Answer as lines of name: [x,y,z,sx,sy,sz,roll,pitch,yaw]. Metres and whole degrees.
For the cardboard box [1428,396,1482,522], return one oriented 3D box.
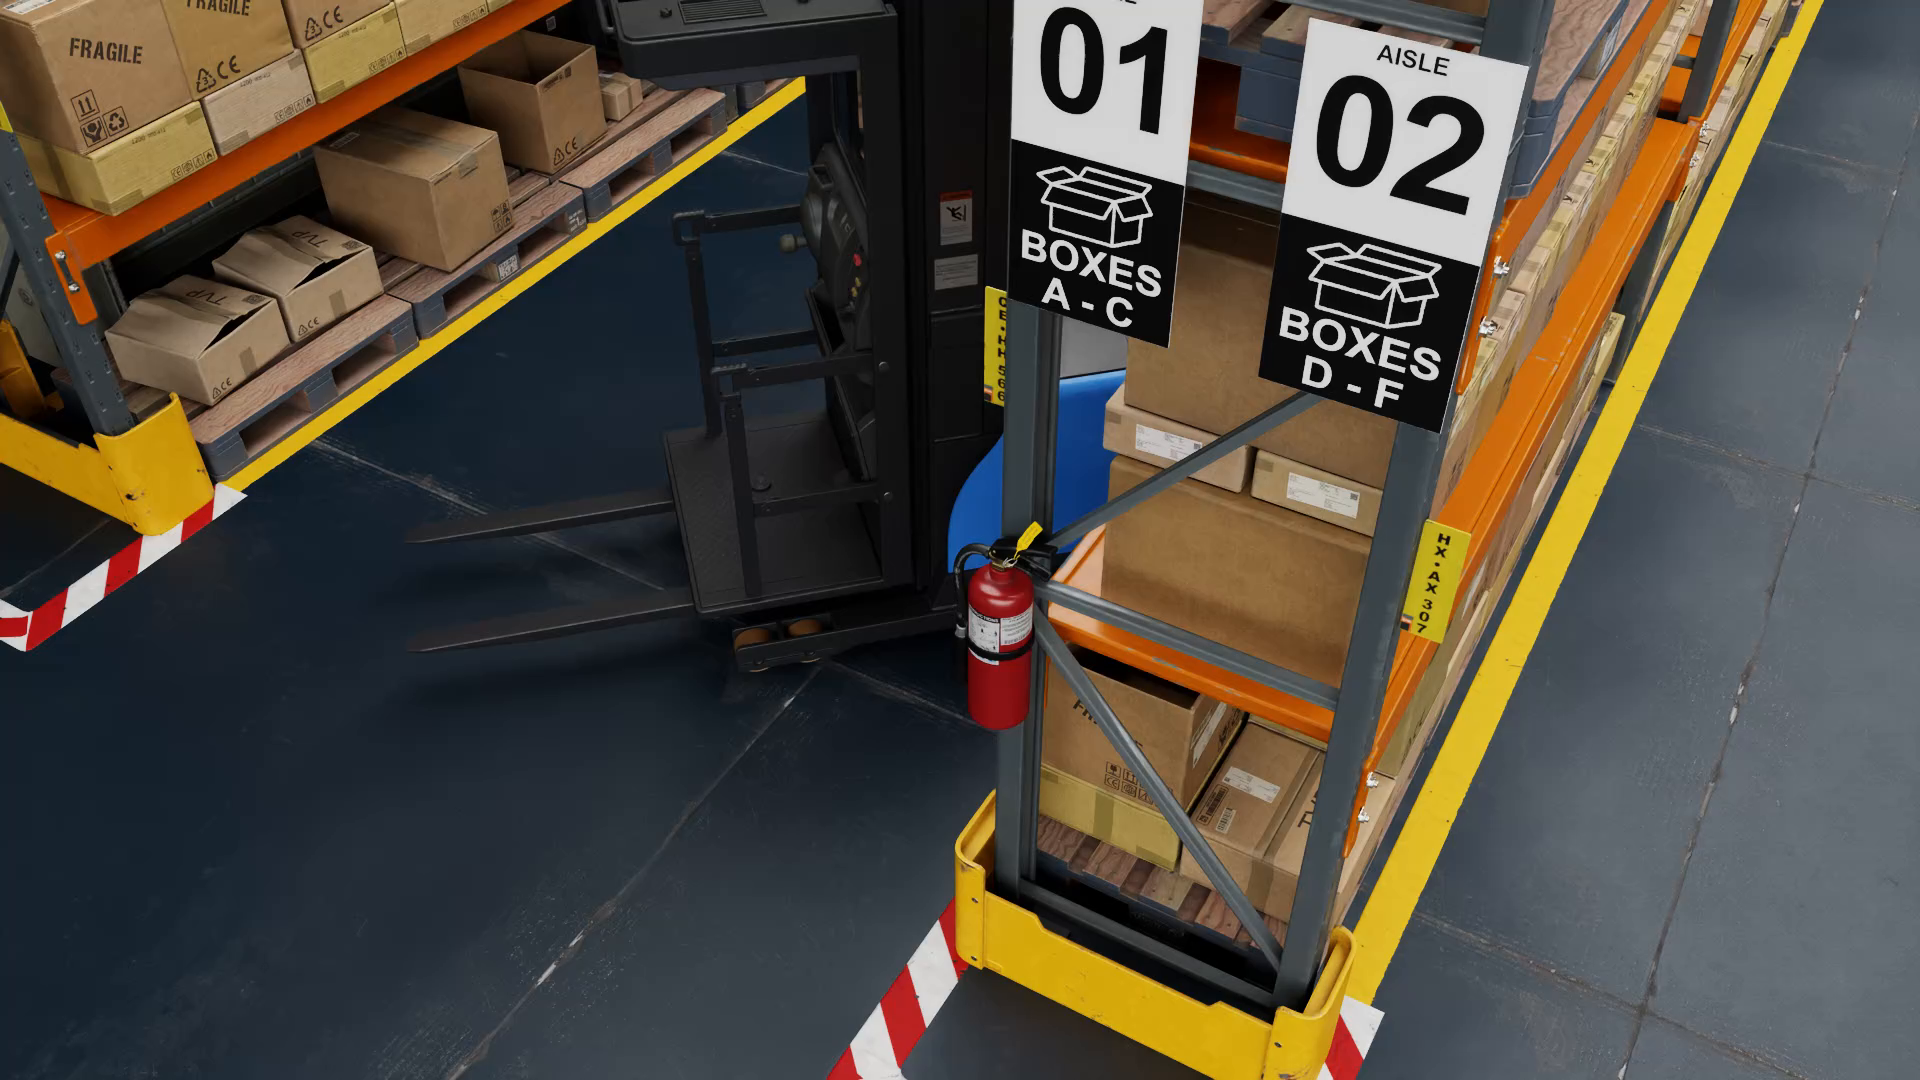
cardboard box: [1.069,-0.340,4.791,0.700,0.500,0.500,22,46,23]

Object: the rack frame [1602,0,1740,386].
rack frame: [2.567,-2.027,6.782,1.000,3.000,0.127,21,45,22]

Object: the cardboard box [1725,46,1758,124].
cardboard box: [3.758,-2.397,8.541,0.500,0.311,0.500,22,46,23]

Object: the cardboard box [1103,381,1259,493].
cardboard box: [0.592,-0.300,4.255,0.380,0.149,0.250,20,45,21]

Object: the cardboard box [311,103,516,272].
cardboard box: [-2.605,-1.697,7.965,0.700,0.500,0.500,18,45,19]

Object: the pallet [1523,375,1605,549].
pallet: [2.133,-0.539,7.202,1.003,0.211,1.213,21,45,22]

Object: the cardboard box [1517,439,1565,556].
cardboard box: [2.028,-0.241,6.517,0.500,0.250,0.500,21,45,22]

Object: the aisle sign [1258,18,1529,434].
aisle sign: [0.798,-0.575,3.166,0.394,0.787,0.004,21,45,22]

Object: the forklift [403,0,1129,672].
forklift: [-0.608,-0.997,5.664,3.031,2.935,1.130,-10,42,-11]

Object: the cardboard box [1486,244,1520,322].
cardboard box: [1.095,-0.858,4.398,0.700,0.500,0.500,20,45,21]

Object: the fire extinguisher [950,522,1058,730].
fire extinguisher: [0.104,0.205,4.306,0.296,0.674,0.183,21,45,22]

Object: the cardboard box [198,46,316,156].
cardboard box: [-2.959,-1.801,6.624,0.500,0.250,0.500,20,45,21]

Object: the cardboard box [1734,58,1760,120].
cardboard box: [4.008,-2.477,9.055,0.500,0.250,0.500,22,46,23]

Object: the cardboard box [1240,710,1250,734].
cardboard box: [0.818,0.442,5.741,0.500,0.250,0.500,21,45,22]

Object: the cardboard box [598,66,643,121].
cardboard box: [-1.965,-2.449,9.072,0.380,0.166,0.250,15,44,17]

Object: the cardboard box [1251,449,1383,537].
cardboard box: [0.948,-0.172,4.109,0.380,0.149,0.250,21,45,22]

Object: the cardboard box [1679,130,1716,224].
cardboard box: [3.245,-1.802,7.865,0.500,0.311,0.500,20,45,22]

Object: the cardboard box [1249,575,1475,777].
cardboard box: [1.275,0.335,5.295,0.500,0.500,0.500,21,45,22]

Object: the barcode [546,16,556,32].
barcode: [-2.202,-2.780,8.954,0.001,0.075,0.075,21,45,22]

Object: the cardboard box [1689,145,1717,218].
cardboard box: [3.497,-1.891,8.390,0.500,0.250,0.500,20,45,21]

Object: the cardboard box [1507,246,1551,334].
cardboard box: [1.464,-0.763,4.781,0.380,0.149,0.250,19,45,21]

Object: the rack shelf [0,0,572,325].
rack shelf: [-2.724,-2.248,7.578,1.077,0.370,4.000,21,45,22]

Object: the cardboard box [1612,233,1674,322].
cardboard box: [2.983,-1.301,7.721,0.500,0.250,0.500,20,45,21]

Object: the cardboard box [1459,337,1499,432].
cardboard box: [1.204,-0.466,4.443,0.380,0.149,0.250,21,46,22]

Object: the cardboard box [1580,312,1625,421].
cardboard box: [2.524,-0.815,7.168,0.500,0.250,0.500,21,45,22]

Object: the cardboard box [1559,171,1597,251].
cardboard box: [1.718,-1.051,5.108,0.380,0.149,0.250,21,46,22]

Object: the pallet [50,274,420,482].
pallet: [-3.250,-0.824,7.526,1.003,0.211,1.213,21,45,22]

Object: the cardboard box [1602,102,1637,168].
cardboard box: [1.980,-1.355,5.453,0.380,0.149,0.250,22,46,23]

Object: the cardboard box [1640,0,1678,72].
cardboard box: [2.099,-2.006,5.700,0.700,0.500,0.500,21,45,22]

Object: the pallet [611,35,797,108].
pallet: [-1.335,-3.062,10.068,1.003,0.211,1.213,21,45,22]

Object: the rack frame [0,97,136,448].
rack frame: [-3.725,-1.374,6.041,1.000,3.000,0.127,21,45,22]

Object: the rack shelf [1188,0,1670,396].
rack shelf: [1.566,-1.738,4.729,1.077,0.370,4.000,21,45,22]

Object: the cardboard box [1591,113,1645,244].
cardboard box: [2.092,-1.504,6.113,0.700,0.500,0.500,20,45,22]

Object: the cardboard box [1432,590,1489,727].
cardboard box: [1.524,0.330,5.868,0.500,0.250,0.500,21,45,22]

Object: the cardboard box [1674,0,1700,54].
cardboard box: [2.491,-1.940,6.117,0.380,0.149,0.250,20,45,21]

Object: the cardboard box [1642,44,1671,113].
cardboard box: [2.232,-1.639,5.775,0.380,0.149,0.250,21,45,22]

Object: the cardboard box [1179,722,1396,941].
cardboard box: [1.026,0.903,5.218,0.500,0.250,0.500,21,45,22]

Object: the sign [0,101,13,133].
sign: [-3.255,-1.520,5.551,0.100,0.325,0.005,21,45,22]

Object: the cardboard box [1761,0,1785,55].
cardboard box: [4.265,-2.971,9.192,0.500,0.311,0.500,20,45,21]

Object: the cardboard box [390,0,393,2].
cardboard box: [-2.458,-2.653,7.024,0.500,0.500,0.500,22,46,23]

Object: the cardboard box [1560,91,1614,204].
cardboard box: [1.597,-1.434,5.051,0.700,0.500,0.500,21,46,22]

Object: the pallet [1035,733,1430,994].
pallet: [0.912,0.857,5.617,1.003,0.211,1.213,21,45,22]

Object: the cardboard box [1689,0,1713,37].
cardboard box: [3.188,-2.372,7.364,0.380,0.149,0.250,21,45,22]

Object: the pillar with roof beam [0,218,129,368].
pillar with roof beam: [-0.397,-2.888,3.221,9.100,9.000,0.400,21,45,22]

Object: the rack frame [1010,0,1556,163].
rack frame: [0.565,-1.989,2.200,1.000,3.000,0.127,21,45,22]

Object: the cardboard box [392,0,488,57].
cardboard box: [-2.444,-2.379,7.281,0.500,0.250,0.500,21,46,22]

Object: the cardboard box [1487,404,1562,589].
cardboard box: [1.779,-0.236,5.943,0.500,0.500,0.500,21,45,22]

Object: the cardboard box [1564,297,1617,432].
cardboard box: [2.264,-0.814,6.600,0.500,0.500,0.500,21,45,22]

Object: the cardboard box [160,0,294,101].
cardboard box: [-2.970,-2.060,6.350,0.500,0.500,0.500,21,46,22]

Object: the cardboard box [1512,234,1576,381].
cardboard box: [1.582,-0.925,5.455,0.700,0.500,0.500,22,46,23]

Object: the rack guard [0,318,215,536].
rack guard: [-3.687,-0.479,6.916,1.175,0.500,0.348,21,45,22]

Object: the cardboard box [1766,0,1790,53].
cardboard box: [4.517,-3.059,9.717,0.500,0.250,0.500,22,46,23]

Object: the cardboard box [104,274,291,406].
cardboard box: [-3.301,-0.896,7.200,0.500,0.311,0.500,16,44,17]
